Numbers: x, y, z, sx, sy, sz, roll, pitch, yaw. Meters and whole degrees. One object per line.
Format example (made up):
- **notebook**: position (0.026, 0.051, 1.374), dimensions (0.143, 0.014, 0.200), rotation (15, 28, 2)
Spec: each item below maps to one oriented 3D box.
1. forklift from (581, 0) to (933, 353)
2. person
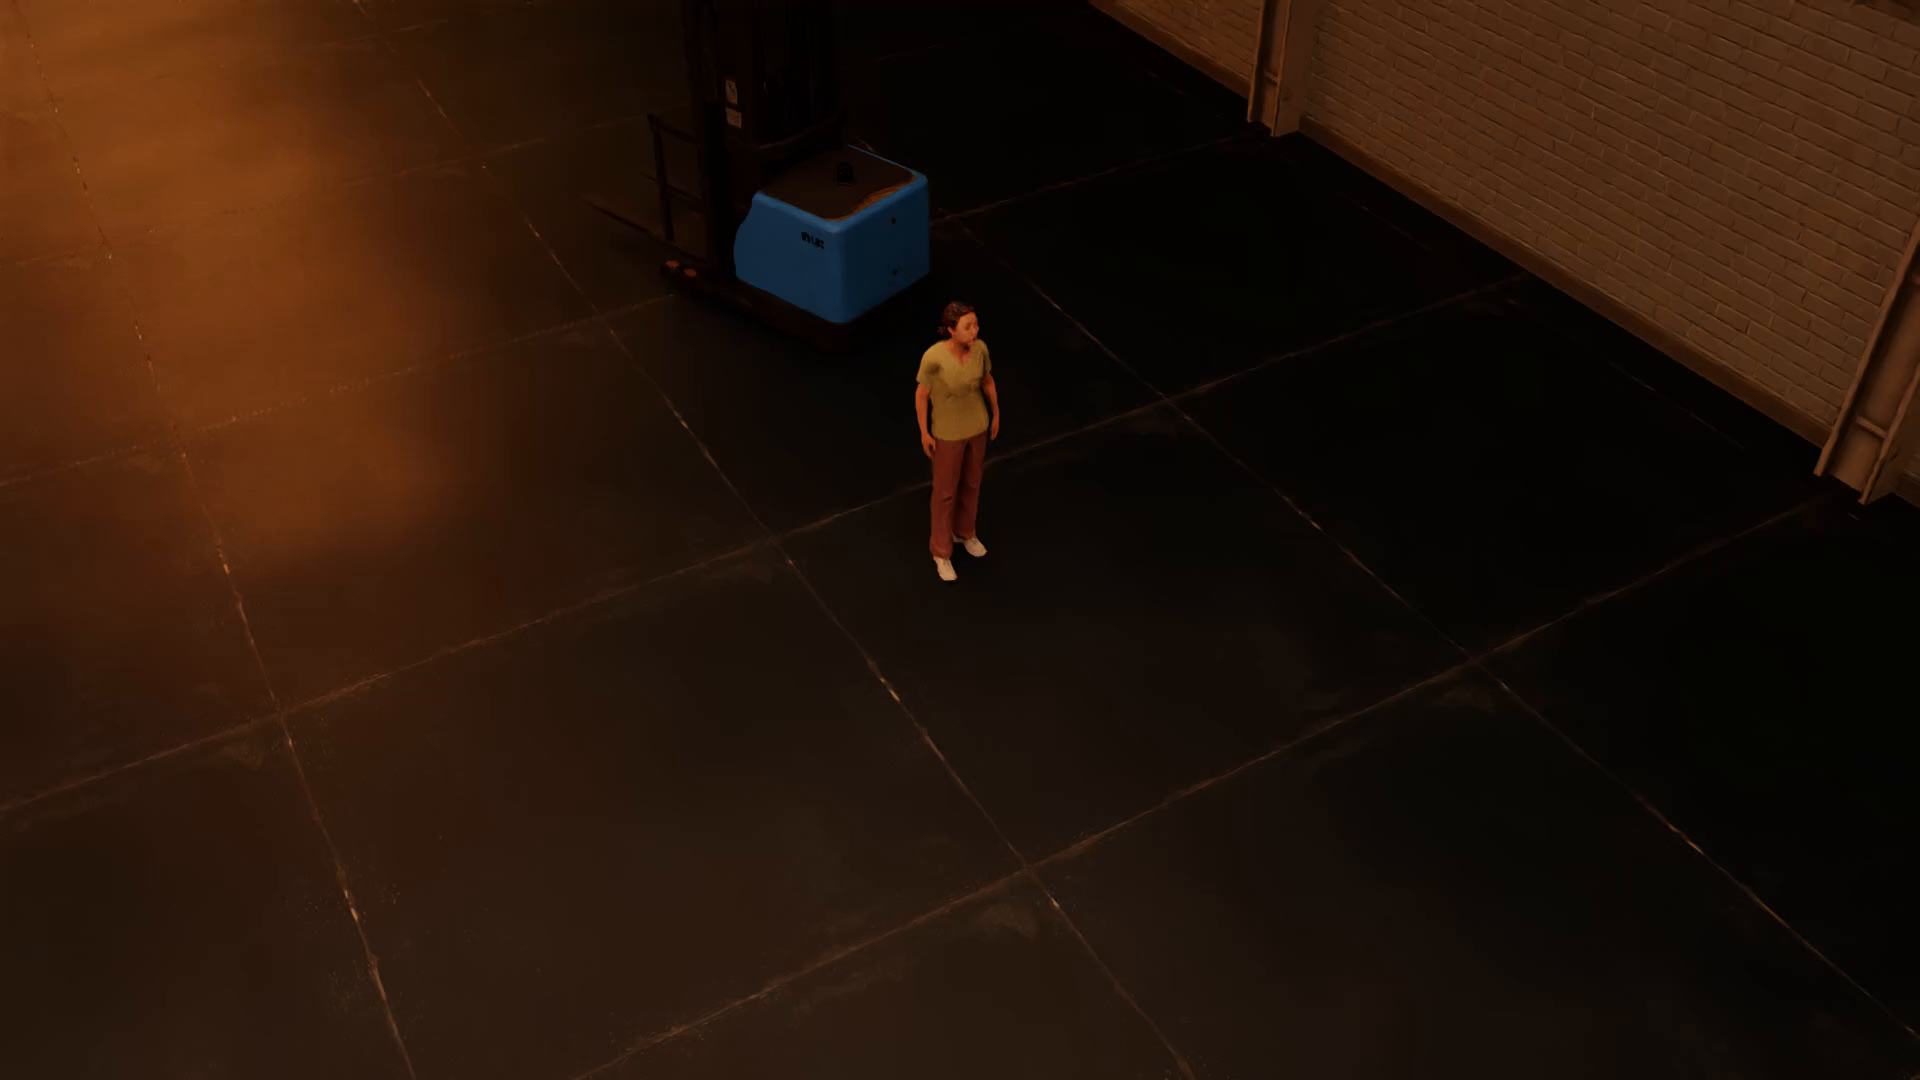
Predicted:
- **forklift**: position (-1.660, -3.249, 11.953), dimensions (3.031, 2.935, 1.130), rotation (28, 47, 30)
- **person**: position (0.028, -0.606, 9.739), dimensions (0.554, 1.674, 0.548), rotation (-20, 44, -23)
